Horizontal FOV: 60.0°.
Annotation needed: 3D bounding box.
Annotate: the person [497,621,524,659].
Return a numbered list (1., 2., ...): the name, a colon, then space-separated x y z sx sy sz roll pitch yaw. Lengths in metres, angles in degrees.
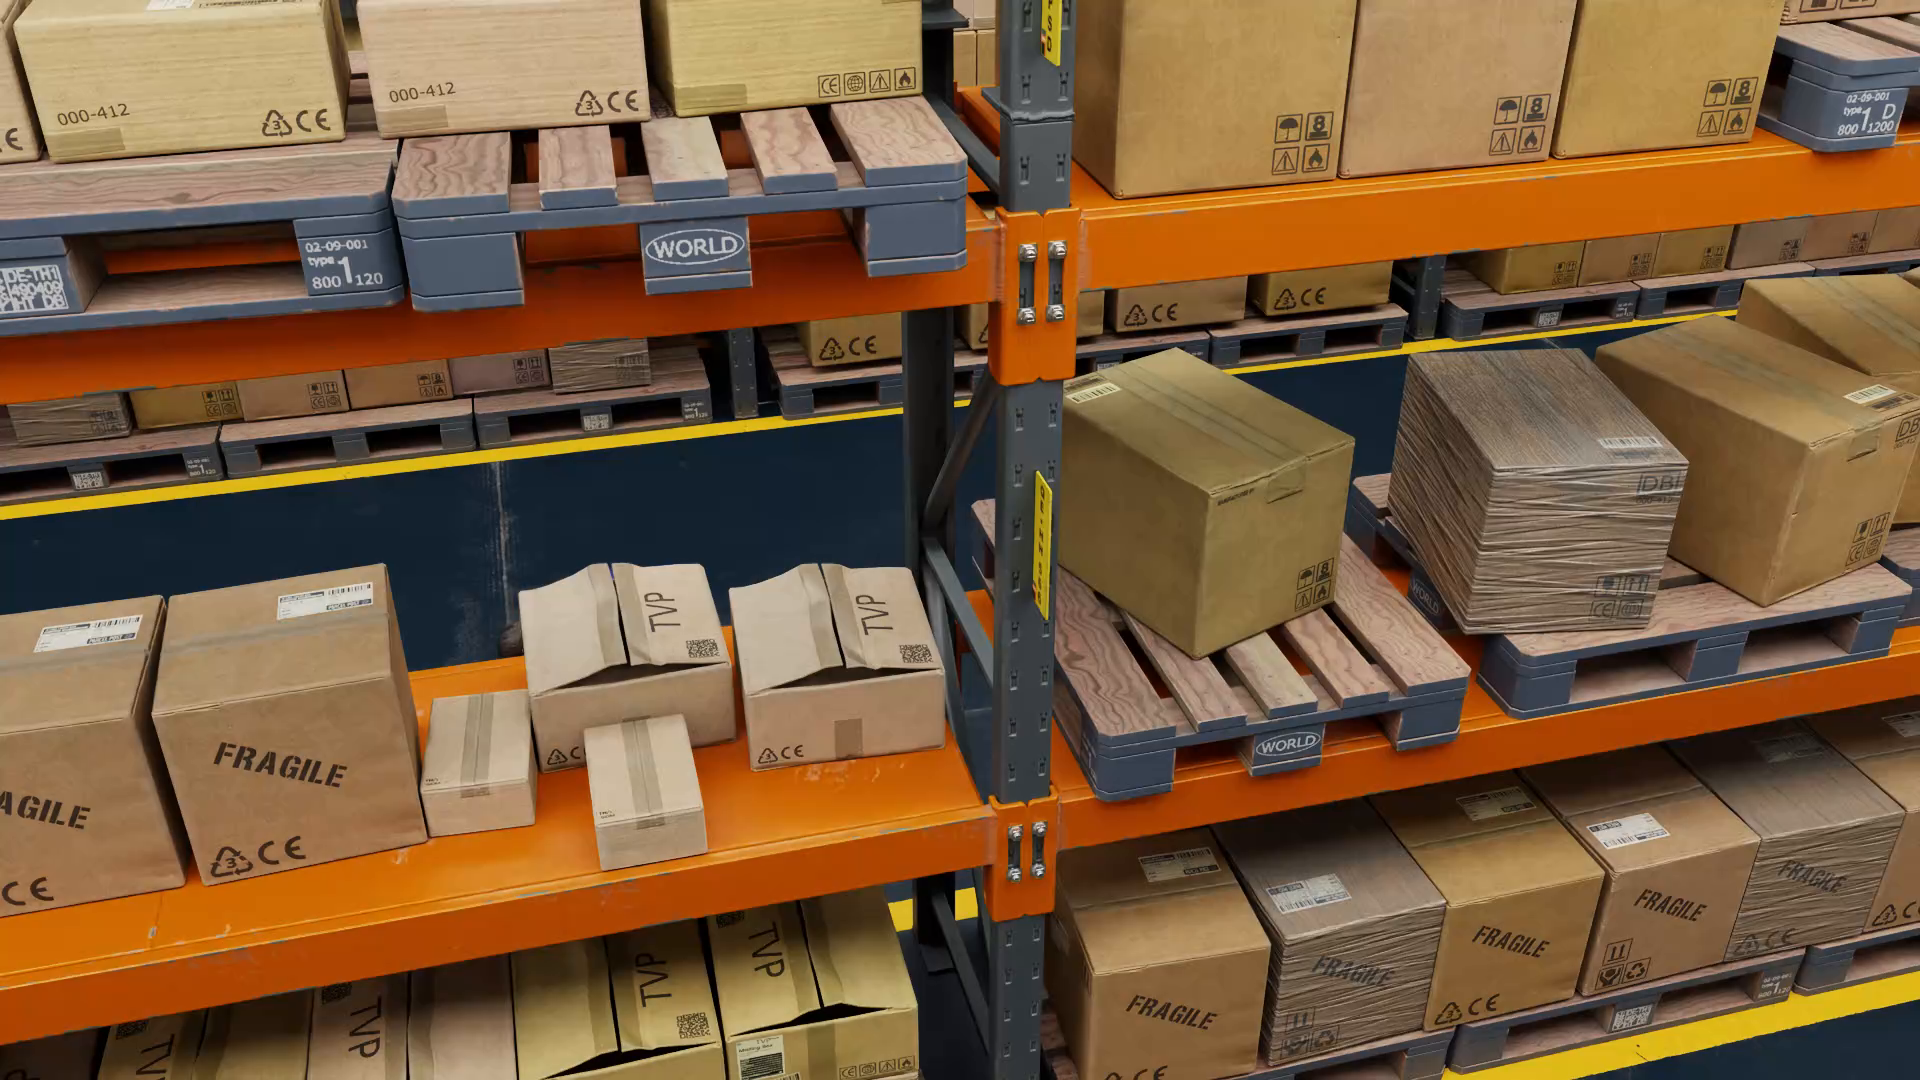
1. person: -1.240 0.569 6.033 0.811 0.810 0.480 -8 31 -14
